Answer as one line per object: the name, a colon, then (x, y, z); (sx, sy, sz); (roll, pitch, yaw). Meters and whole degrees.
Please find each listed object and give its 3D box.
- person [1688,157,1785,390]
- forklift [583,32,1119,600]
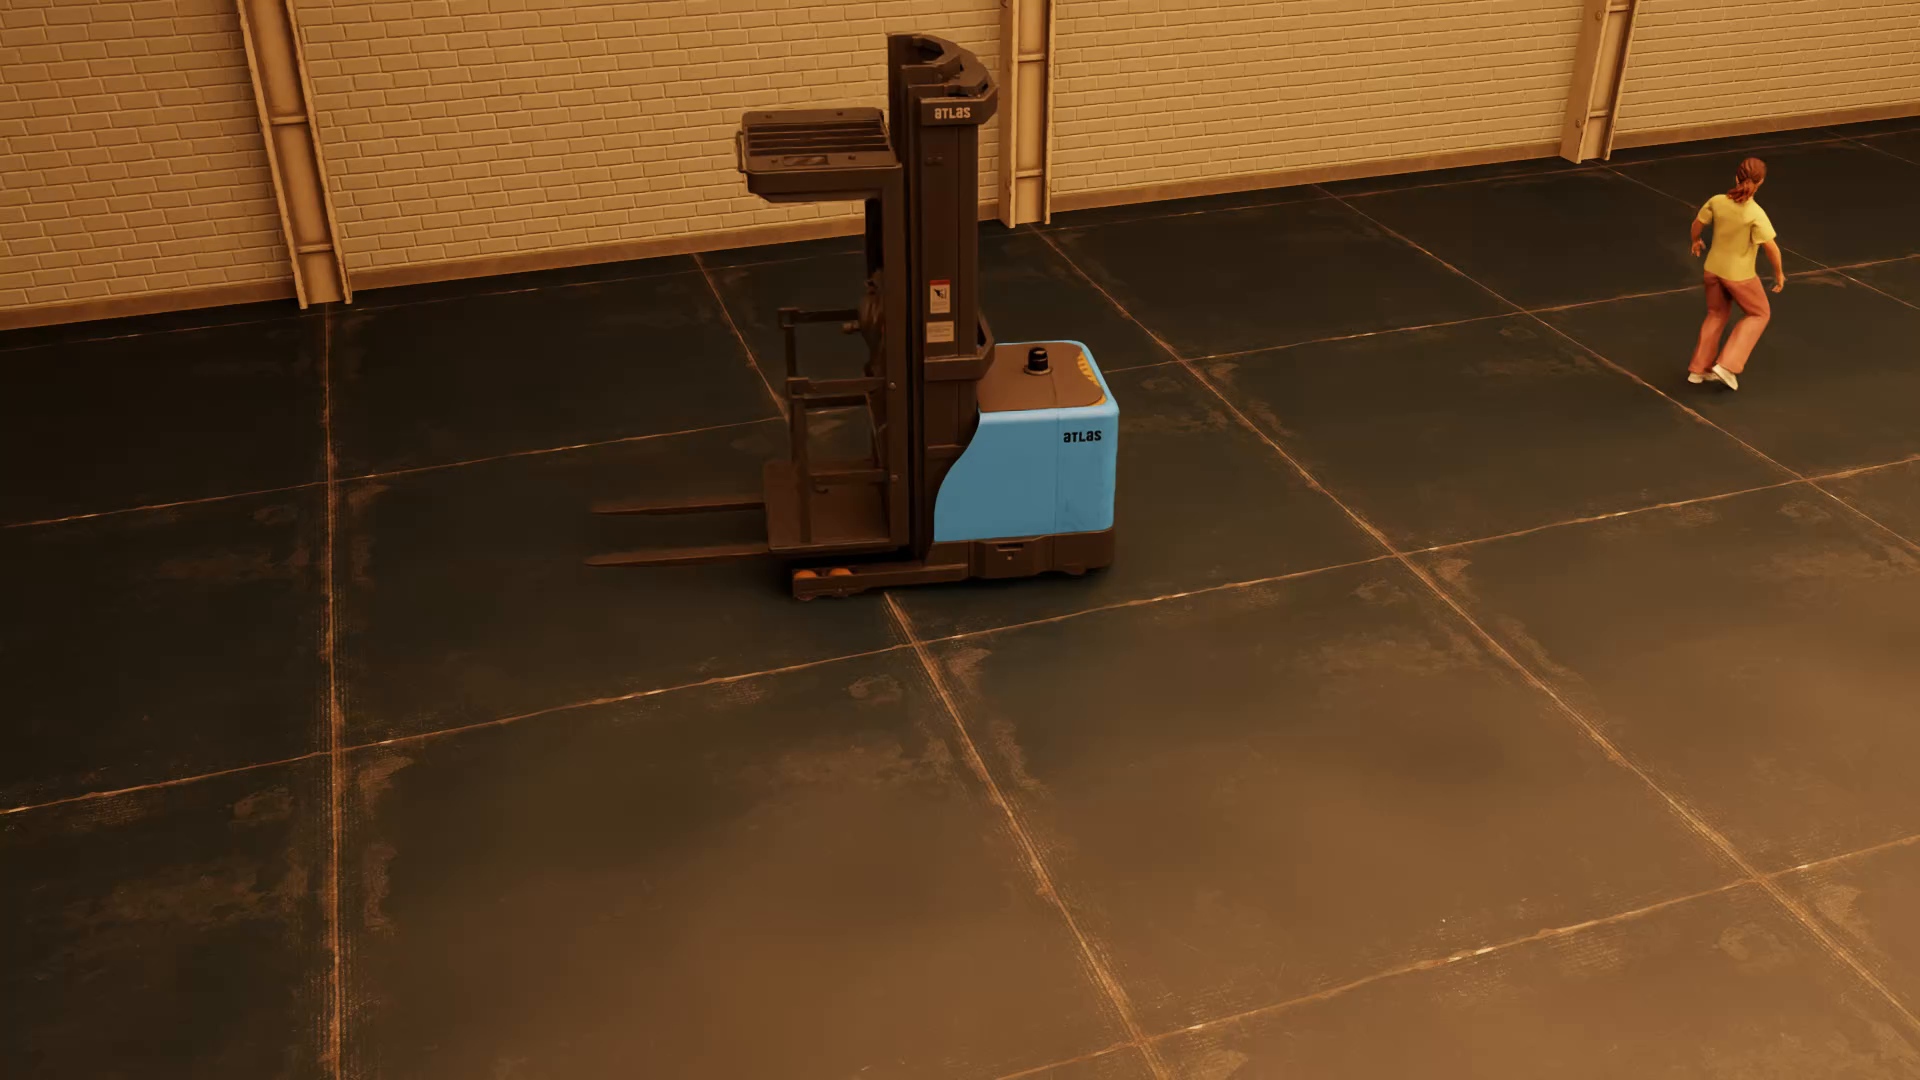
person: (5.382, -1.874, 11.647); (0.479, 1.665, 0.731); (-14, 33, -23)
forklift: (-0.665, -1.210, 9.190); (3.031, 2.935, 1.130); (-4, 30, -7)
